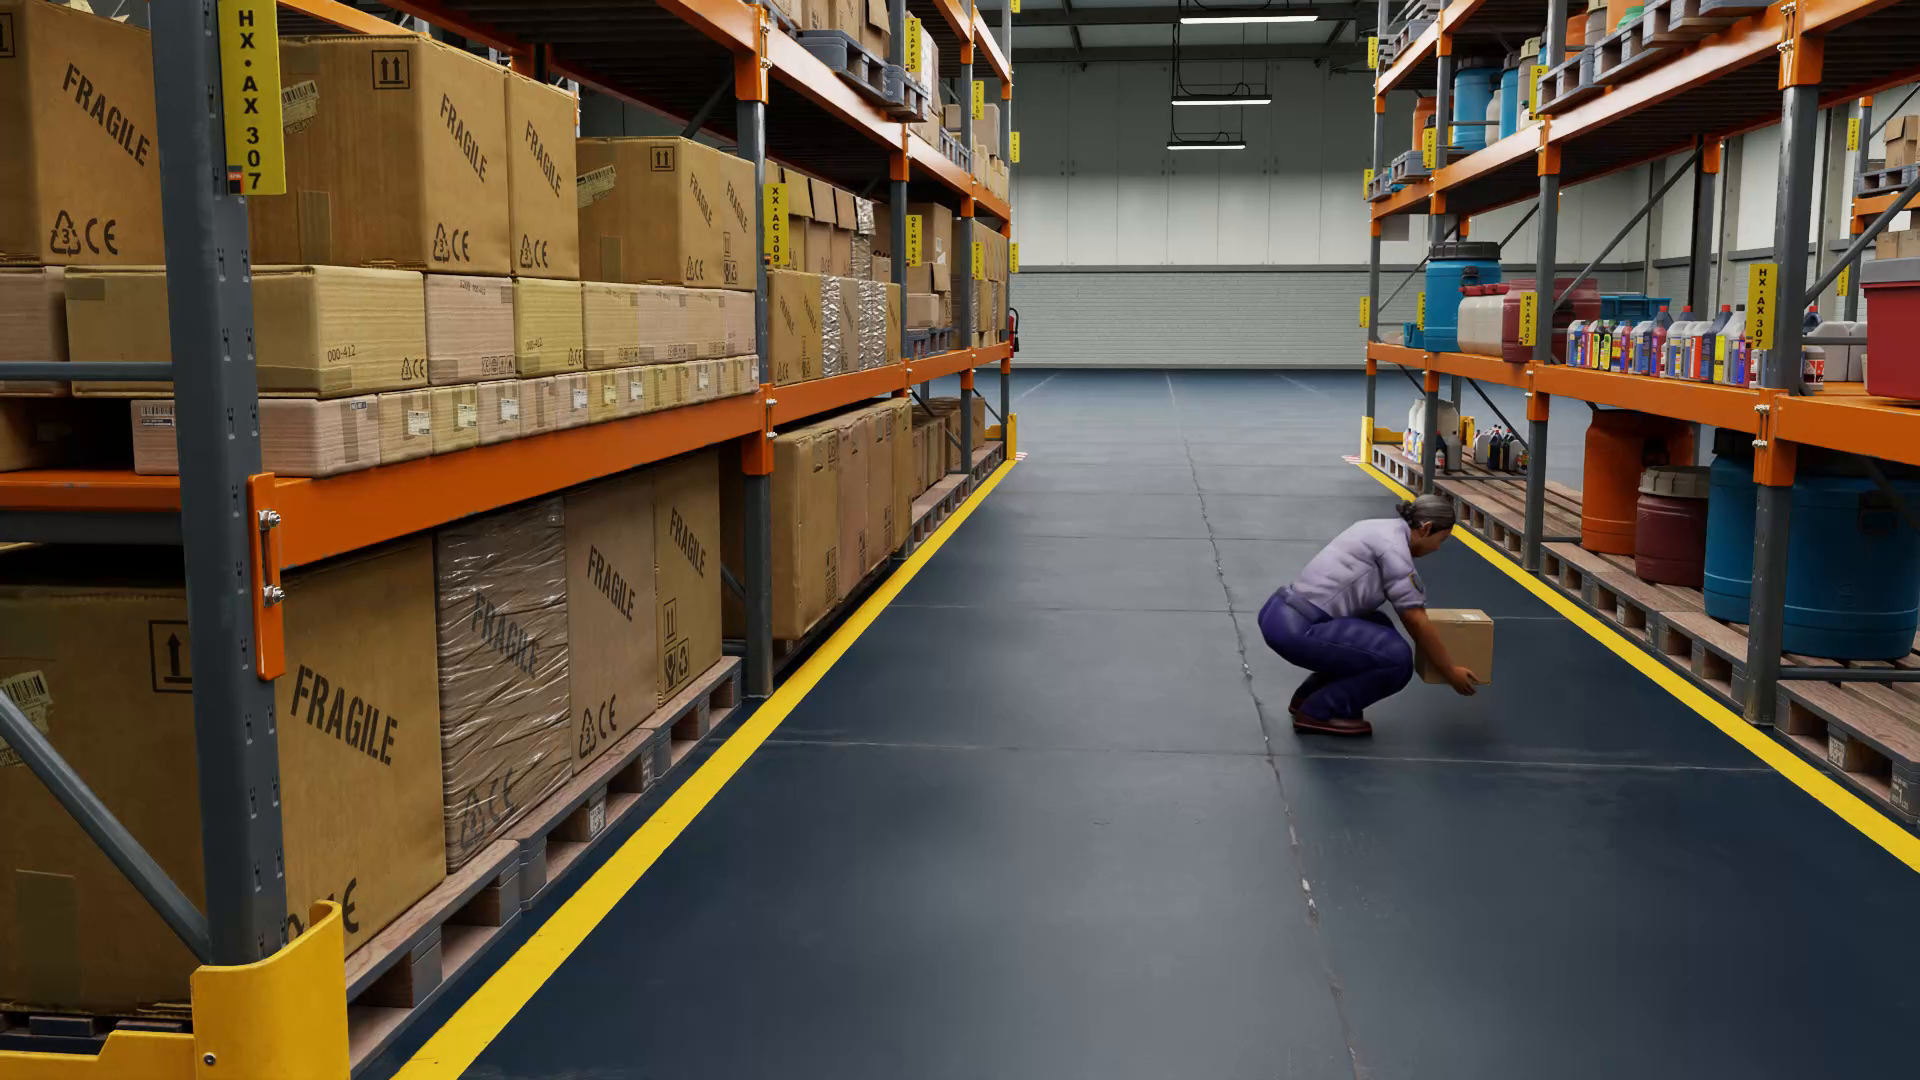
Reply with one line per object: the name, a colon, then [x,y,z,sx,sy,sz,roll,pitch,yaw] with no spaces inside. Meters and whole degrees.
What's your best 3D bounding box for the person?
person: [1.593,0.281,6.528,0.828,0.923,0.528,1,8,6]
